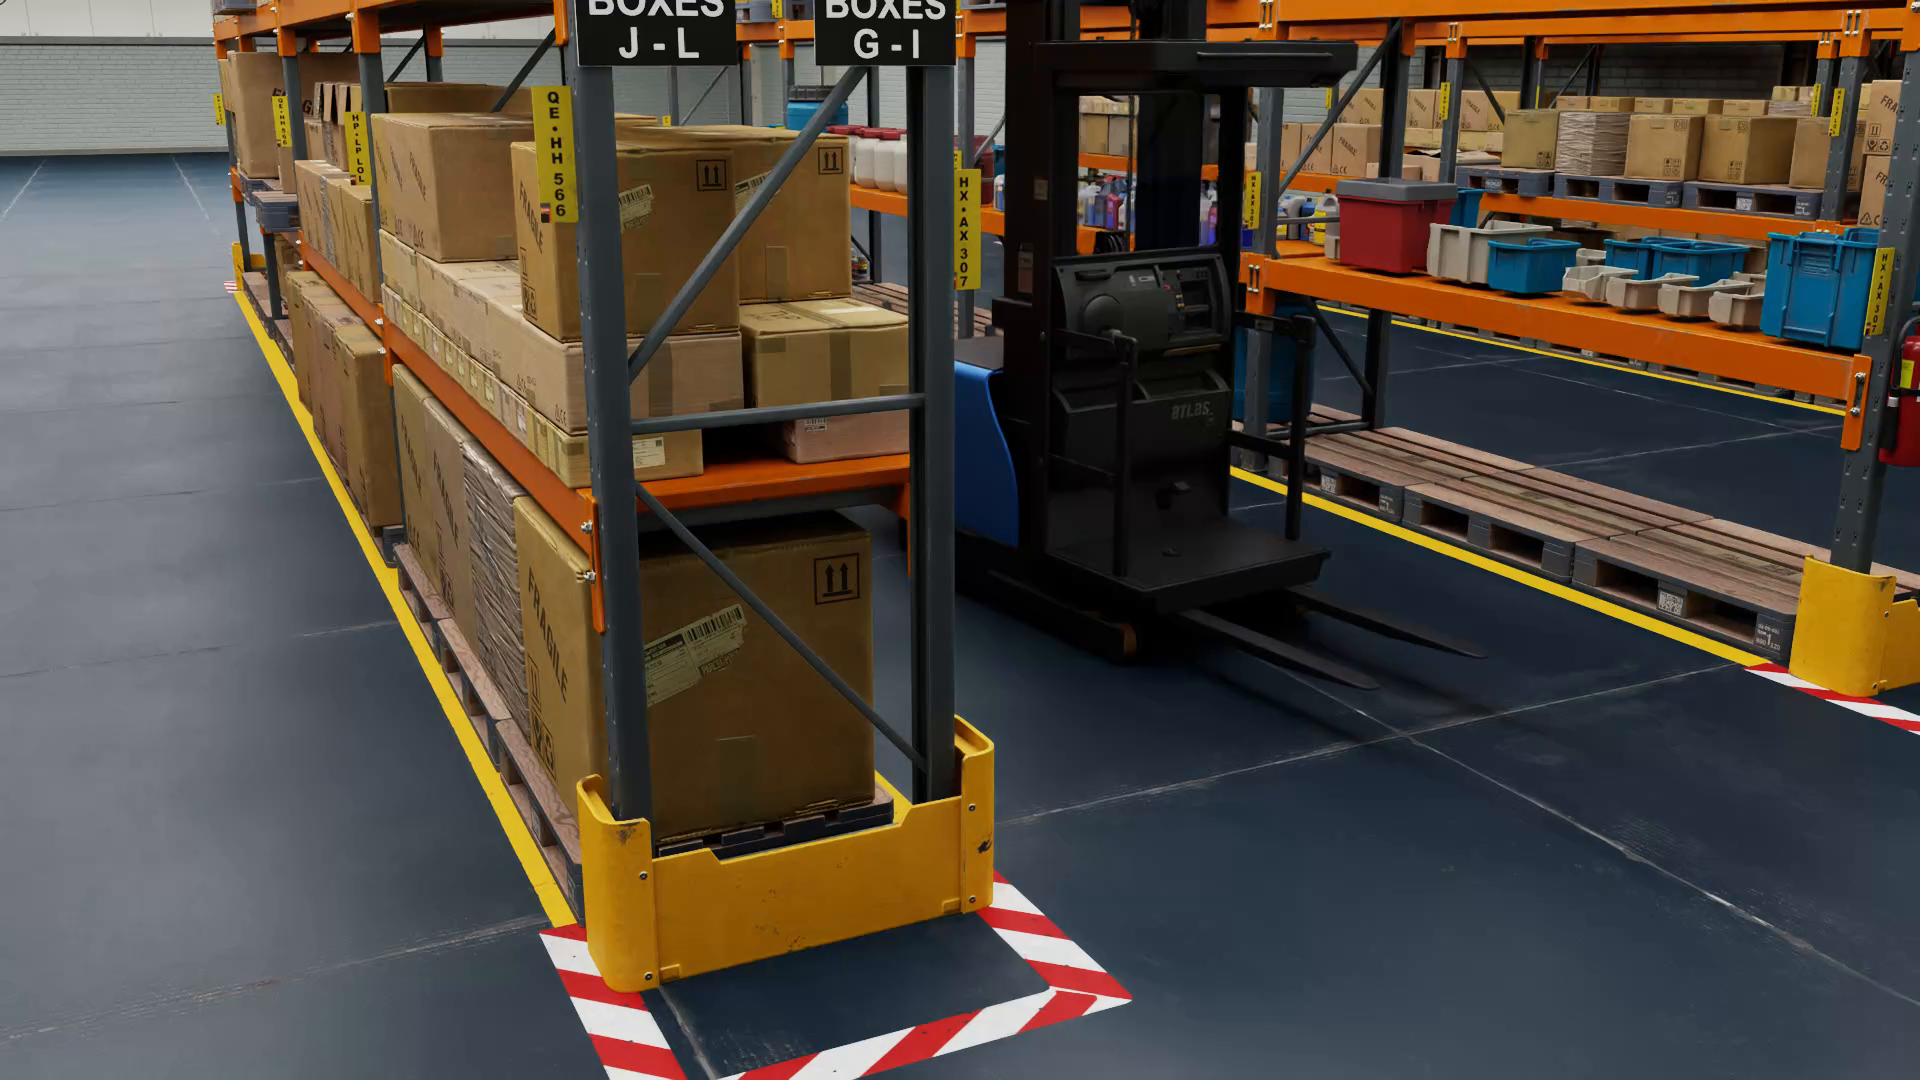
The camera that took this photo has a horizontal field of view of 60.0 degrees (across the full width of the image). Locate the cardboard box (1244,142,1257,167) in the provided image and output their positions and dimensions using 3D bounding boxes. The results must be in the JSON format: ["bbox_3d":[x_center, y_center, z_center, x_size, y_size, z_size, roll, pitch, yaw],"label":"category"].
[{"bbox_3d":[3.415,-4.314,18.618,0.500,0.250,0.500,-6,17,-21],"label":"cardboard box"}]

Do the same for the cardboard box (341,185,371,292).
[{"bbox_3d":[-2.903,-1.578,8.630,0.500,0.500,0.500,-7,17,-23],"label":"cardboard box"}]

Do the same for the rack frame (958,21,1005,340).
[{"bbox_3d":[0.458,-2.914,13.466,1.000,3.000,0.127,-8,18,-25],"label":"rack frame"}]

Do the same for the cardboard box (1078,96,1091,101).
[{"bbox_3d":[1.859,-5.906,21.361,0.700,0.500,0.500,-8,18,-26],"label":"cardboard box"}]

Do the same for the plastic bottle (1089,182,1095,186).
[{"bbox_3d":[1.053,-2.739,13.216,0.097,0.201,0.097,0,16,0],"label":"plastic bottle"}]

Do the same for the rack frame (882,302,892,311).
[{"bbox_3d":[-0.599,-0.753,9.337,0.500,1.125,0.032,-10,19,-32],"label":"rack frame"}]

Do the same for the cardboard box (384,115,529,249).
[{"bbox_3d":[-2.053,-1.482,6.850,0.500,0.500,0.500,-8,18,-25],"label":"cardboard box"}]

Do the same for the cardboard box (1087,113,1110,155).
[{"bbox_3d":[2.047,-5.172,21.155,0.700,0.500,0.500,-8,18,-25],"label":"cardboard box"}]

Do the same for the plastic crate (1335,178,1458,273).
[{"bbox_3d":[2.376,-1.730,9.115,0.402,0.464,0.583,-8,18,-25],"label":"plastic crate"}]

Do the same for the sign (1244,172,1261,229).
[{"bbox_3d":[1.715,-1.989,9.741,0.100,0.325,0.005,-8,18,-25],"label":"sign"}]

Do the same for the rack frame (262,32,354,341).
[{"bbox_3d":[-5.747,-3.307,14.836,1.000,3.000,0.127,-8,18,-25],"label":"rack frame"}]

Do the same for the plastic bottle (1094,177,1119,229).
[{"bbox_3d":[1.031,-2.360,11.625,0.144,0.351,0.185,-8,18,-25],"label":"plastic bottle"}]

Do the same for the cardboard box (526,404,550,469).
[{"bbox_3d":[-1.057,-0.323,4.895,0.380,0.149,0.250,-7,18,-24],"label":"cardboard box"}]

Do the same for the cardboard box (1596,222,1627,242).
[{"bbox_3d":[8.220,-3.810,20.324,0.700,0.500,0.500,-8,18,-26],"label":"cardboard box"}]

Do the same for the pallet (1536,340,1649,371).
[{"bbox_3d":[5.736,-1.679,14.219,1.003,0.211,1.213,-8,18,-25],"label":"pallet"}]

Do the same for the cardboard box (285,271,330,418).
[{"bbox_3d":[-3.711,-1.322,11.010,1.225,0.875,0.875,-9,18,-27],"label":"cardboard box"}]

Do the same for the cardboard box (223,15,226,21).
[{"bbox_3d":[-6.843,-5.139,16.054,0.500,0.250,0.500,-7,17,-23],"label":"cardboard box"}]

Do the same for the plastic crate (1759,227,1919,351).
[{"bbox_3d":[3.648,-1.036,6.751,0.616,0.435,0.499,-8,18,-25],"label":"plastic crate"}]

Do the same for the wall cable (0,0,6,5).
[{"bbox_3d":[-26.077,-16.209,42.756,2.305,6.003,0.169,-8,18,-25],"label":"wall cable"}]

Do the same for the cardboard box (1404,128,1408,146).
[{"bbox_3d":[6.245,-5.619,23.127,0.500,0.250,0.500,-8,18,-26],"label":"cardboard box"}]

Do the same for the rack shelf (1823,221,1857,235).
[{"bbox_3d":[7.541,-1.678,10.463,1.077,0.370,4.000,-8,18,-25],"label":"rack shelf"}]

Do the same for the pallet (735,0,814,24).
[{"bbox_3d":[-1.698,-5.424,17.117,1.213,0.211,1.003,-8,18,-25],"label":"pallet"}]

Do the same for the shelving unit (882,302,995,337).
[{"bbox_3d":[-0.317,-0.637,8.930,0.538,1.125,1.048,-10,19,-32],"label":"shelving unit"}]

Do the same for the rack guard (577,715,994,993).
[{"bbox_3d":[-0.479,0.876,4.792,1.175,0.500,0.348,-8,18,-25],"label":"rack guard"}]

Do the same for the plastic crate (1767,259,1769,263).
[{"bbox_3d":[3.862,-1.143,7.489,0.416,0.233,0.300,-8,18,-25],"label":"plastic crate"}]

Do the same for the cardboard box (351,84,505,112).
[{"bbox_3d":[-2.820,-2.182,8.918,0.797,0.503,0.637,-7,18,-24],"label":"cardboard box"}]

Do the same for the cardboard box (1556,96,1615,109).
[{"bbox_3d":[7.804,-5.232,20.565,0.700,0.500,0.500,-8,18,-25],"label":"cardboard box"}]

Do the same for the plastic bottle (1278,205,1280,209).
[{"bbox_3d":[2.121,-2.134,11.109,0.097,0.201,0.097,0,16,0],"label":"plastic bottle"}]

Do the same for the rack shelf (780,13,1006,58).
[{"bbox_3d":[-0.418,-4.506,14.879,1.077,0.370,4.000,-8,18,-25],"label":"rack shelf"}]

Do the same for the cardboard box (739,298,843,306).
[{"bbox_3d":[-0.691,-0.682,5.422,0.500,0.250,0.500,-8,18,-26],"label":"cardboard box"}]

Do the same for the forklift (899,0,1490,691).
[{"bbox_3d":[0.928,-1.049,7.092,1.130,2.935,3.031,-10,19,-32],"label":"forklift"}]

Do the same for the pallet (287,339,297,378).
[{"bbox_3d":[-4.866,-1.471,13.493,1.003,0.211,1.213,-8,18,-25],"label":"pallet"}]

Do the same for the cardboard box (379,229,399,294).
[{"bbox_3d":[-2.272,-1.246,7.387,0.500,0.250,0.500,-8,18,-26],"label":"cardboard box"}]

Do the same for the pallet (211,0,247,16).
[{"bbox_3d":[-5.572,-4.493,13.870,1.213,0.211,1.003,-8,18,-25],"label":"pallet"}]

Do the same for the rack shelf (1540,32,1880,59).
[{"bbox_3d":[8.487,-5.703,19.051,1.077,0.370,4.000,-8,18,-25],"label":"rack shelf"}]

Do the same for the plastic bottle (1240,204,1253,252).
[{"bbox_3d":[1.747,-1.921,10.231,0.152,0.276,0.135,-8,18,-25],"label":"plastic bottle"}]

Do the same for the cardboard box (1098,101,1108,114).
[{"bbox_3d":[1.952,-5.412,20.816,0.380,0.149,0.250,-8,18,-26],"label":"cardboard box"}]

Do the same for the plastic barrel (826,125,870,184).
[{"bbox_3d":[-1.073,-3.707,15.984,0.433,0.535,0.433,0,16,0],"label":"plastic barrel"}]

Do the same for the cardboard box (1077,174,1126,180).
[{"bbox_3d":[1.910,-4.639,22.341,0.500,0.500,0.500,-8,18,-25],"label":"cardboard box"}]

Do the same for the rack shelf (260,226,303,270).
[{"bbox_3d":[-4.871,-2.465,13.207,1.077,0.370,4.000,-8,18,-25],"label":"rack shelf"}]

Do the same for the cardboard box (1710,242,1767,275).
[{"bbox_3d":[6.234,-2.287,13.657,0.500,0.250,0.500,-8,18,-25],"label":"cardboard box"}]

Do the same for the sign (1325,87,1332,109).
[{"bbox_3d":[5.371,-6.445,24.202,0.100,0.325,0.005,-8,18,-25],"label":"sign"}]

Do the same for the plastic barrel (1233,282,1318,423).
[{"bbox_3d":[1.987,-1.252,10.718,0.600,0.901,0.708,-8,18,-25],"label":"plastic barrel"}]

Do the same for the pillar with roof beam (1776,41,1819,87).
[{"bbox_3d":[5.702,-6.901,16.485,9.100,9.000,0.400,-8,18,-25],"label":"pillar with roof beam"}]

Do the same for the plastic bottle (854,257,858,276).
[{"bbox_3d":[-1.085,-2.929,17.795,0.097,0.201,0.097,0,16,0],"label":"plastic bottle"}]

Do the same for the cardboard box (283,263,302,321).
[{"bbox_3d":[-5.497,-2.162,14.581,0.700,0.500,0.500,-9,18,-29],"label":"cardboard box"}]

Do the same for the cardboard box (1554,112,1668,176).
[{"bbox_3d":[5.518,-3.369,14.109,0.700,0.500,0.500,-4,17,-14],"label":"cardboard box"}]

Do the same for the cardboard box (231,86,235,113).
[{"bbox_3d":[-6.630,-4.305,15.780,0.500,0.500,0.500,-8,18,-25],"label":"cardboard box"}]

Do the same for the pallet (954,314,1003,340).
[{"bbox_3d":[0.153,-1.770,14.536,1.003,0.211,1.213,-8,18,-25],"label":"pallet"}]

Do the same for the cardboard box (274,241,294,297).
[{"bbox_3d":[-6.486,-2.697,16.481,0.500,0.500,0.500,-9,19,-30],"label":"cardboard box"}]

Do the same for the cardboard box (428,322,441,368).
[{"bbox_3d":[-1.843,-0.768,6.443,0.380,0.149,0.250,-7,18,-24],"label":"cardboard box"}]

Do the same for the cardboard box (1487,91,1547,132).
[{"bbox_3d":[7.126,-5.480,21.286,0.500,0.500,0.500,-8,18,-25],"label":"cardboard box"}]
